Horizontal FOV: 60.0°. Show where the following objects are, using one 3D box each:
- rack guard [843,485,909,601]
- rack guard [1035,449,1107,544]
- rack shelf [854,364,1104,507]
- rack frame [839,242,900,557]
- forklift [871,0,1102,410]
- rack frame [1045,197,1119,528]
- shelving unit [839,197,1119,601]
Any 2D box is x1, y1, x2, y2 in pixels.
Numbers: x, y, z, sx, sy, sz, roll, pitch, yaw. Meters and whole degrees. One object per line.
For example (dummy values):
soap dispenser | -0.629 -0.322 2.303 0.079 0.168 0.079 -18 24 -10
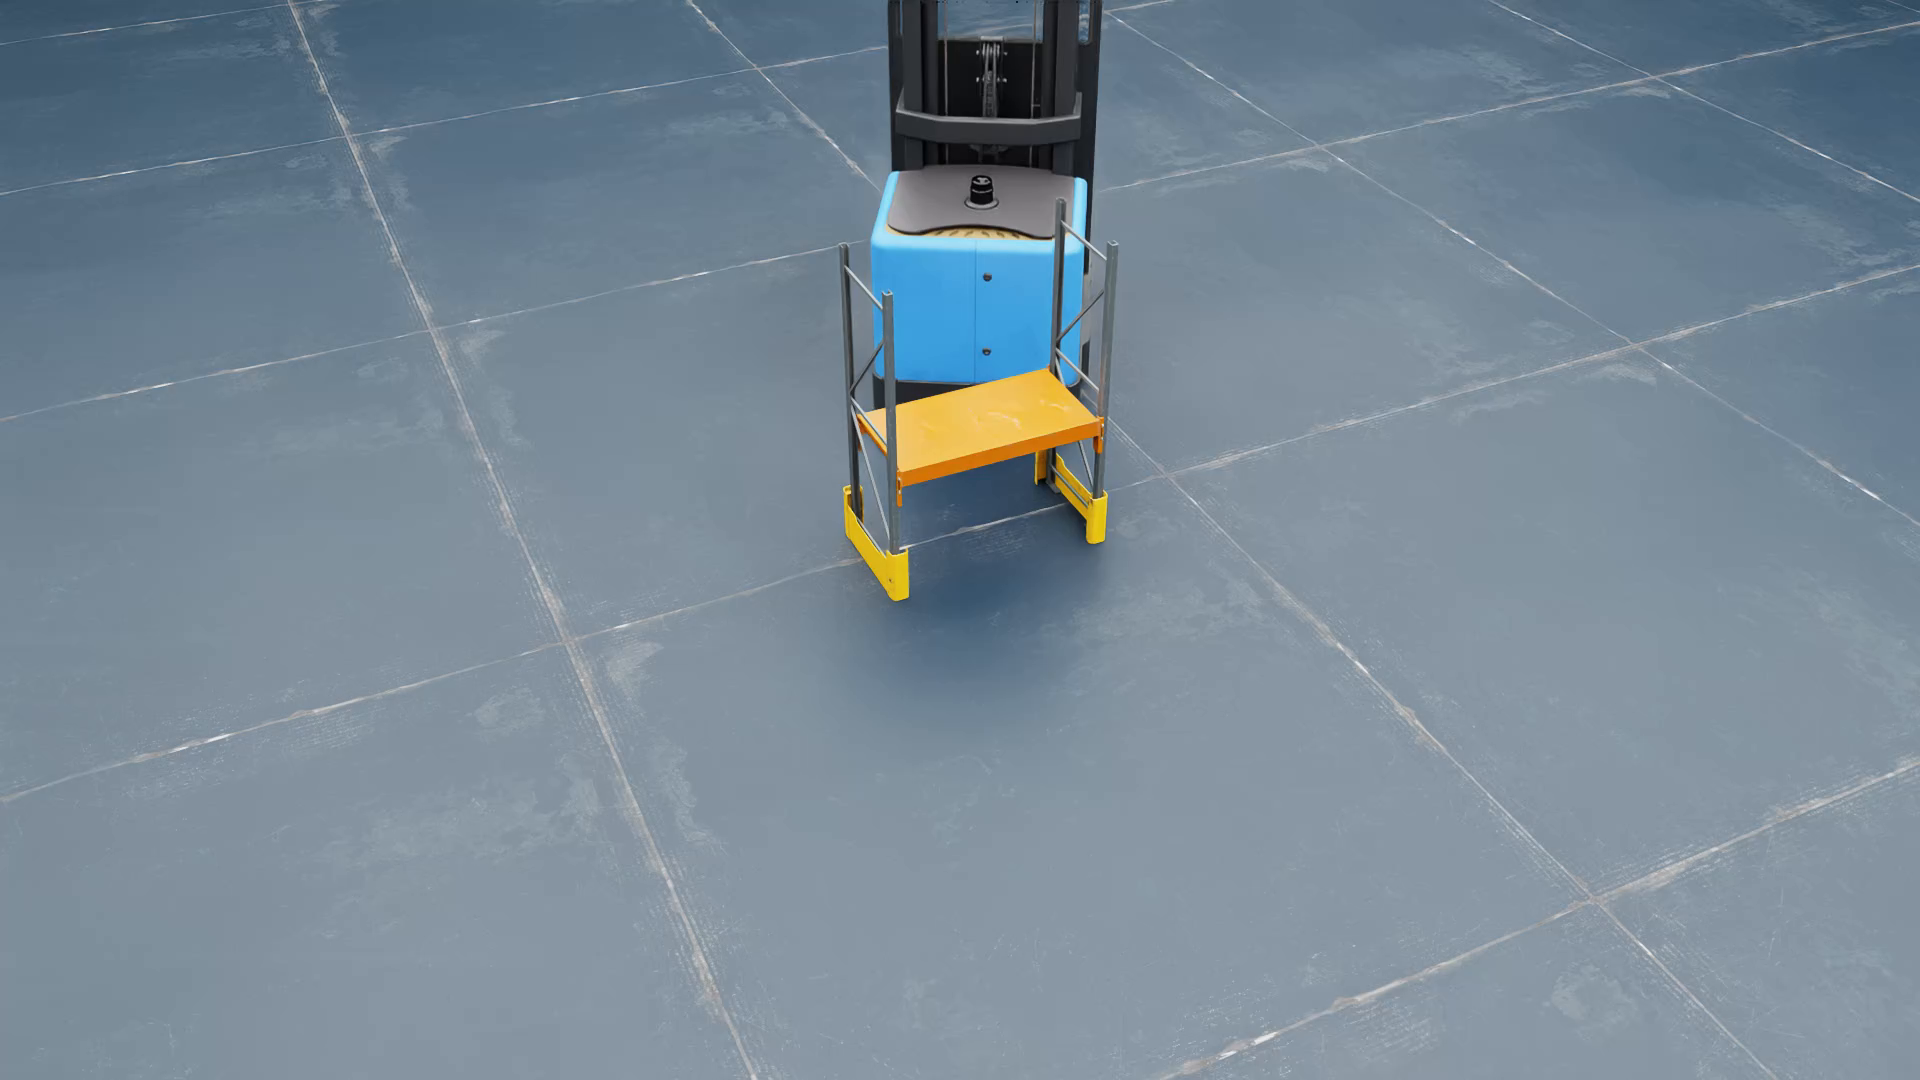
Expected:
rack guard | -0.382 0.006 7.532 0.087 0.250 0.587 -16 39 -20
rack guard | 0.520 -0.246 7.871 0.087 0.250 0.587 -16 39 -20
rack shelf | 0.077 -0.480 7.439 1.000 0.185 0.538 -16 39 -20
rack frame | -0.383 -0.495 7.159 0.032 1.500 0.500 -16 39 -20
forklift | 0.196 -2.600 8.796 1.130 2.935 3.031 3 37 4
rack frame | 0.537 -0.753 7.506 0.032 1.500 0.500 -16 39 -20
shelving unit | 0.069 -0.622 7.329 1.083 1.500 0.587 -16 39 -20
